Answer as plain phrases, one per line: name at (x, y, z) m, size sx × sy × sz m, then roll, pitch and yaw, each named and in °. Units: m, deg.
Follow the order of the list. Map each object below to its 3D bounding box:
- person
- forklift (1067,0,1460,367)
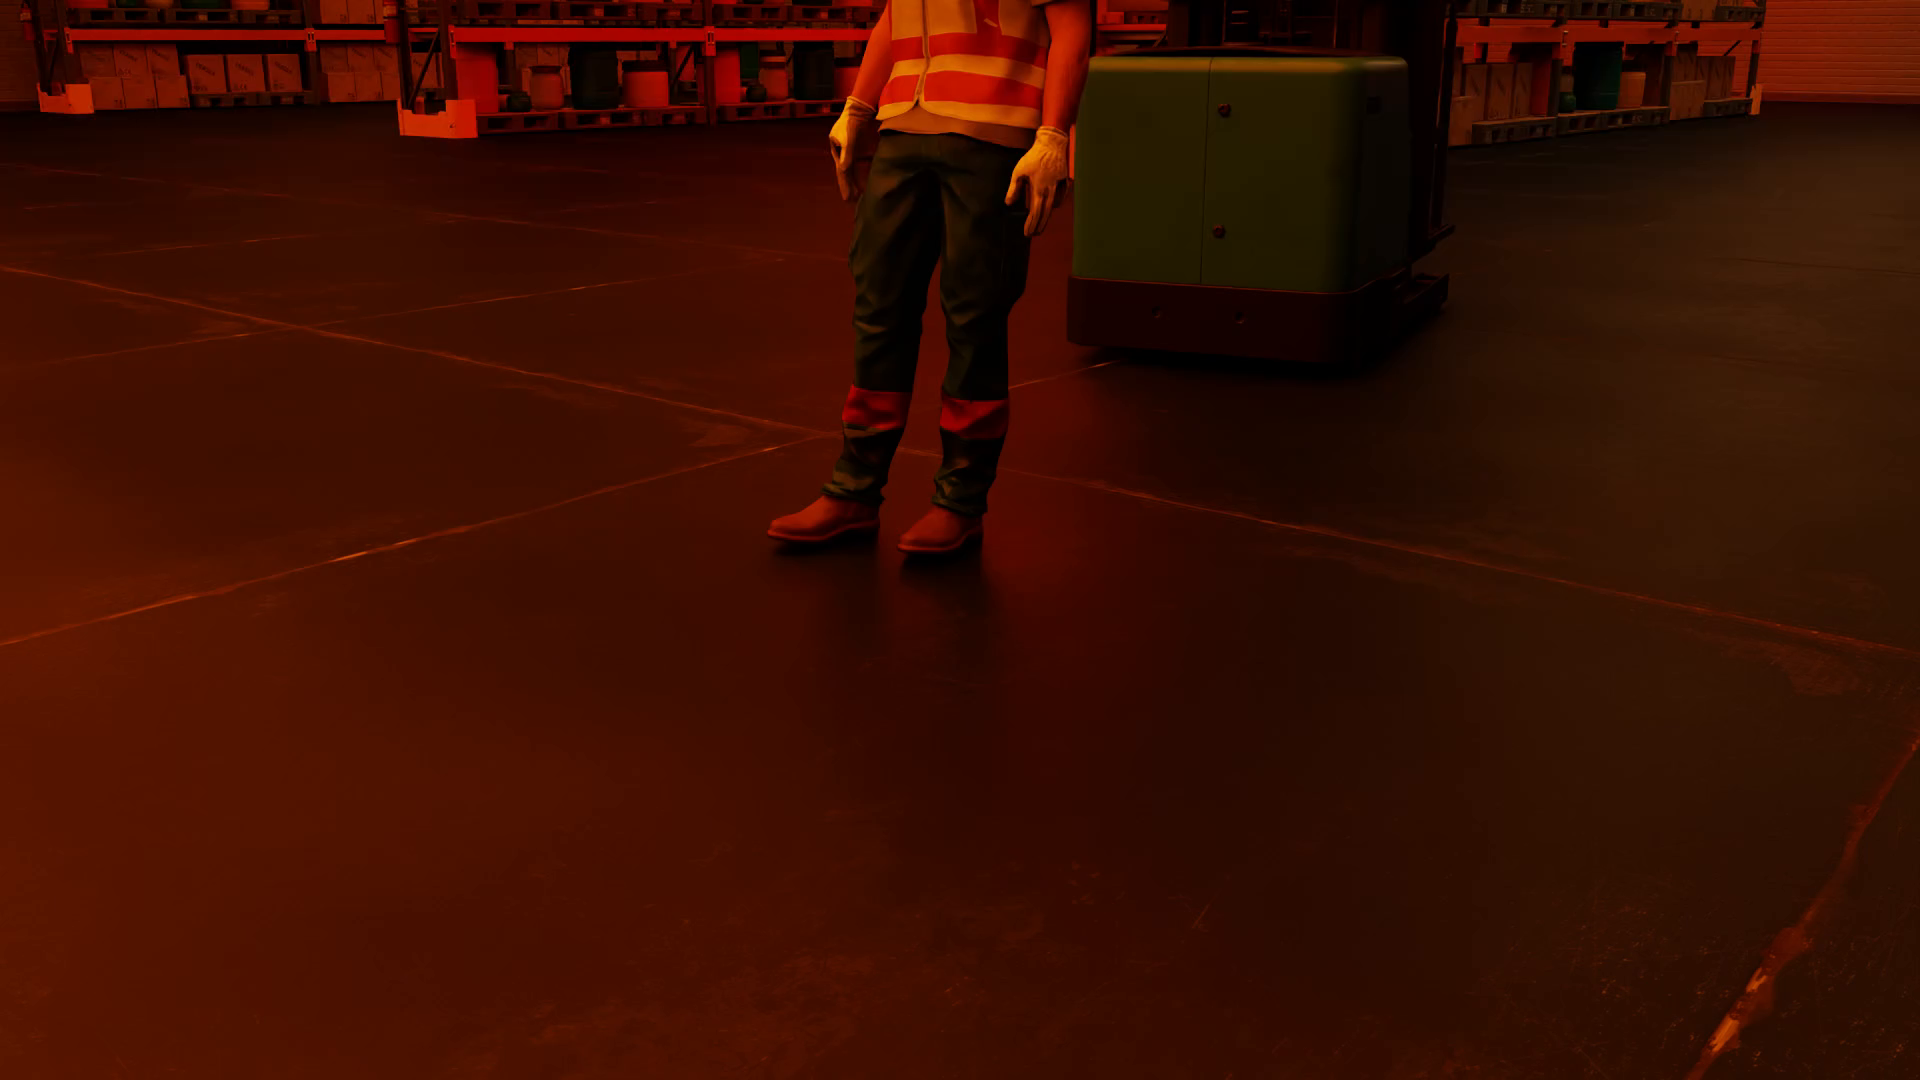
person at (-0.061, -0.847, 3.628) m, size 0.637 × 1.790 × 0.562 m, roll 13°, pitch 21°, yaw 37°
forklift at (1.476, -2.389, 6.765) m, size 1.130 × 2.935 × 3.031 m, roll 8°, pitch 19°, yaw 24°
